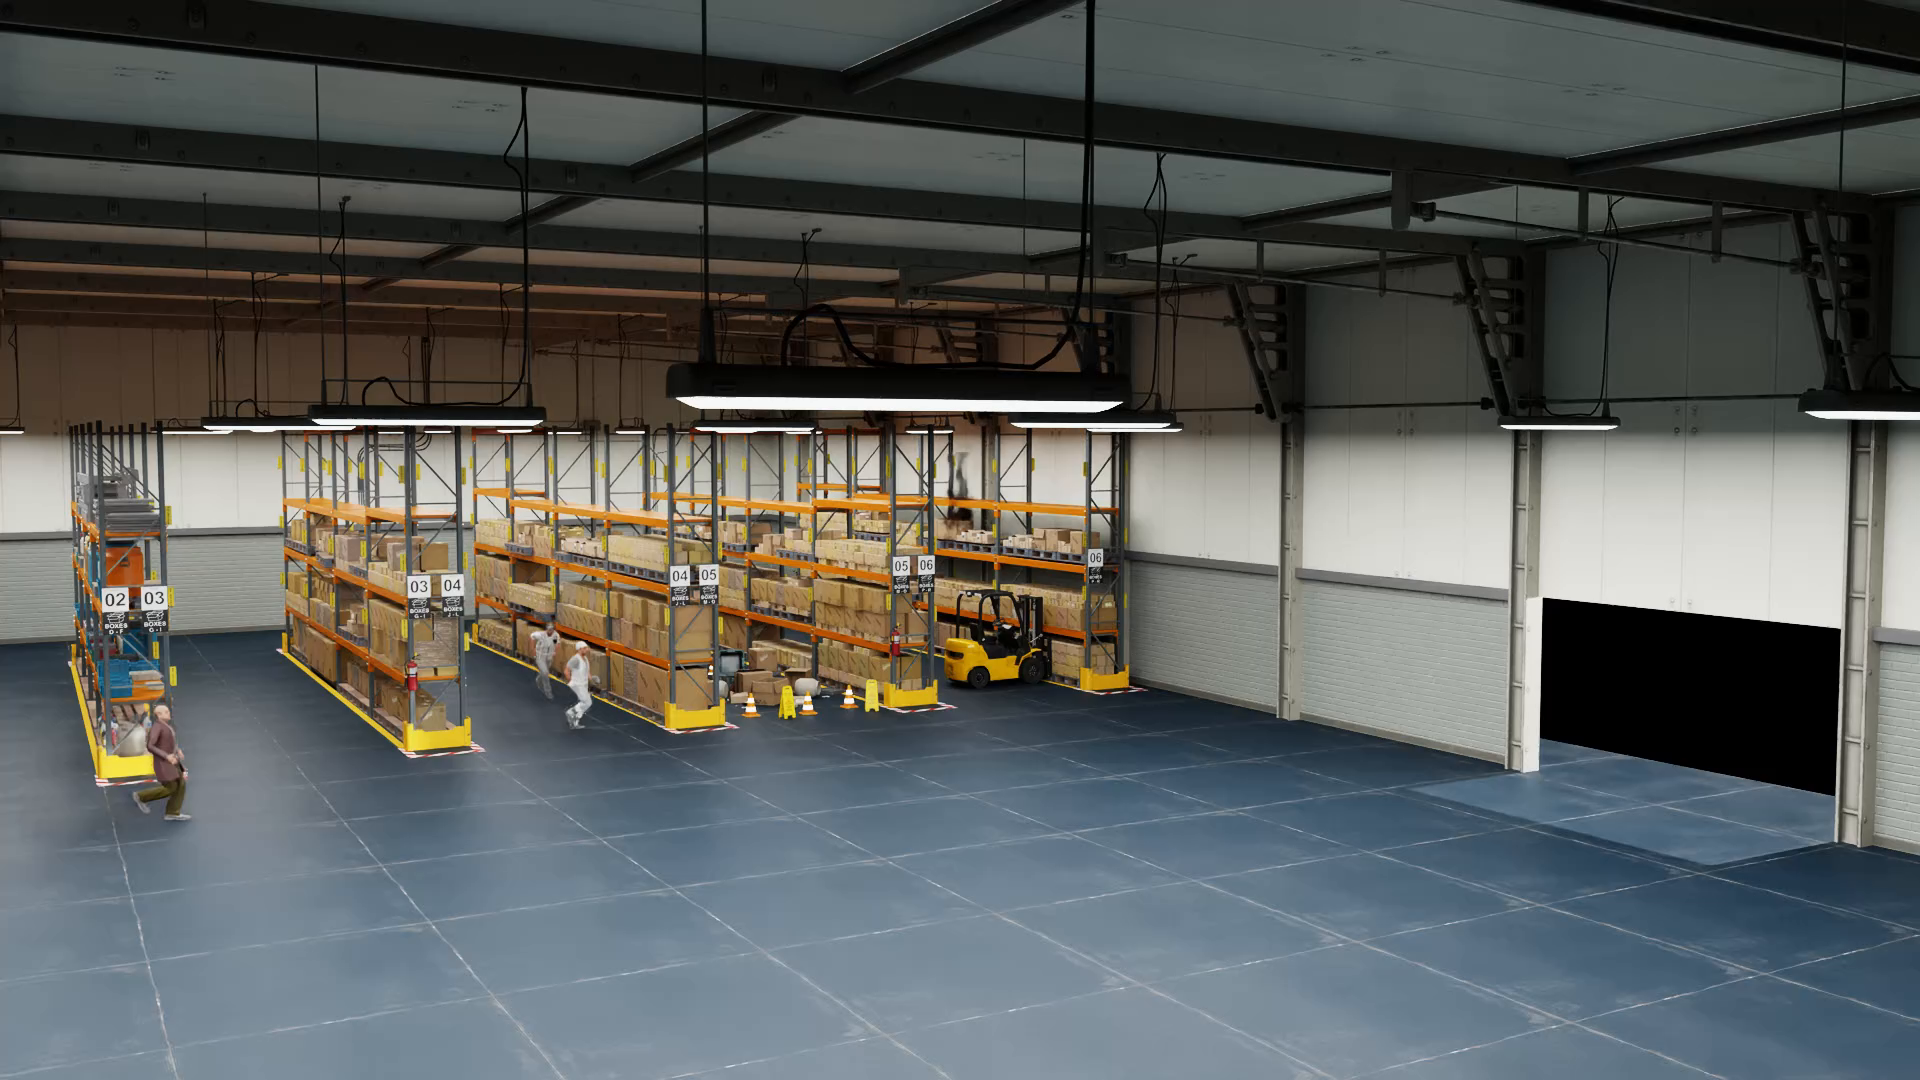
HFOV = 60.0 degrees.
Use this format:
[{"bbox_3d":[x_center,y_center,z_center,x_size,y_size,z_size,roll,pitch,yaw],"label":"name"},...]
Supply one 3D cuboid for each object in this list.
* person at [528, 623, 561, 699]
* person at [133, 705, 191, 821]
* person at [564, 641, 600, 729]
[{"bbox_3d":[-9.218,2.645,36.787,0.705,1.720,1.030,-2,4,-33],"label":"person"},{"bbox_3d":[-11.894,3.326,24.777,0.779,1.742,0.723,0,4,-7],"label":"person"},{"bbox_3d":[-7.390,2.843,32.519,0.633,1.732,0.670,1,4,13],"label":"person"}]
